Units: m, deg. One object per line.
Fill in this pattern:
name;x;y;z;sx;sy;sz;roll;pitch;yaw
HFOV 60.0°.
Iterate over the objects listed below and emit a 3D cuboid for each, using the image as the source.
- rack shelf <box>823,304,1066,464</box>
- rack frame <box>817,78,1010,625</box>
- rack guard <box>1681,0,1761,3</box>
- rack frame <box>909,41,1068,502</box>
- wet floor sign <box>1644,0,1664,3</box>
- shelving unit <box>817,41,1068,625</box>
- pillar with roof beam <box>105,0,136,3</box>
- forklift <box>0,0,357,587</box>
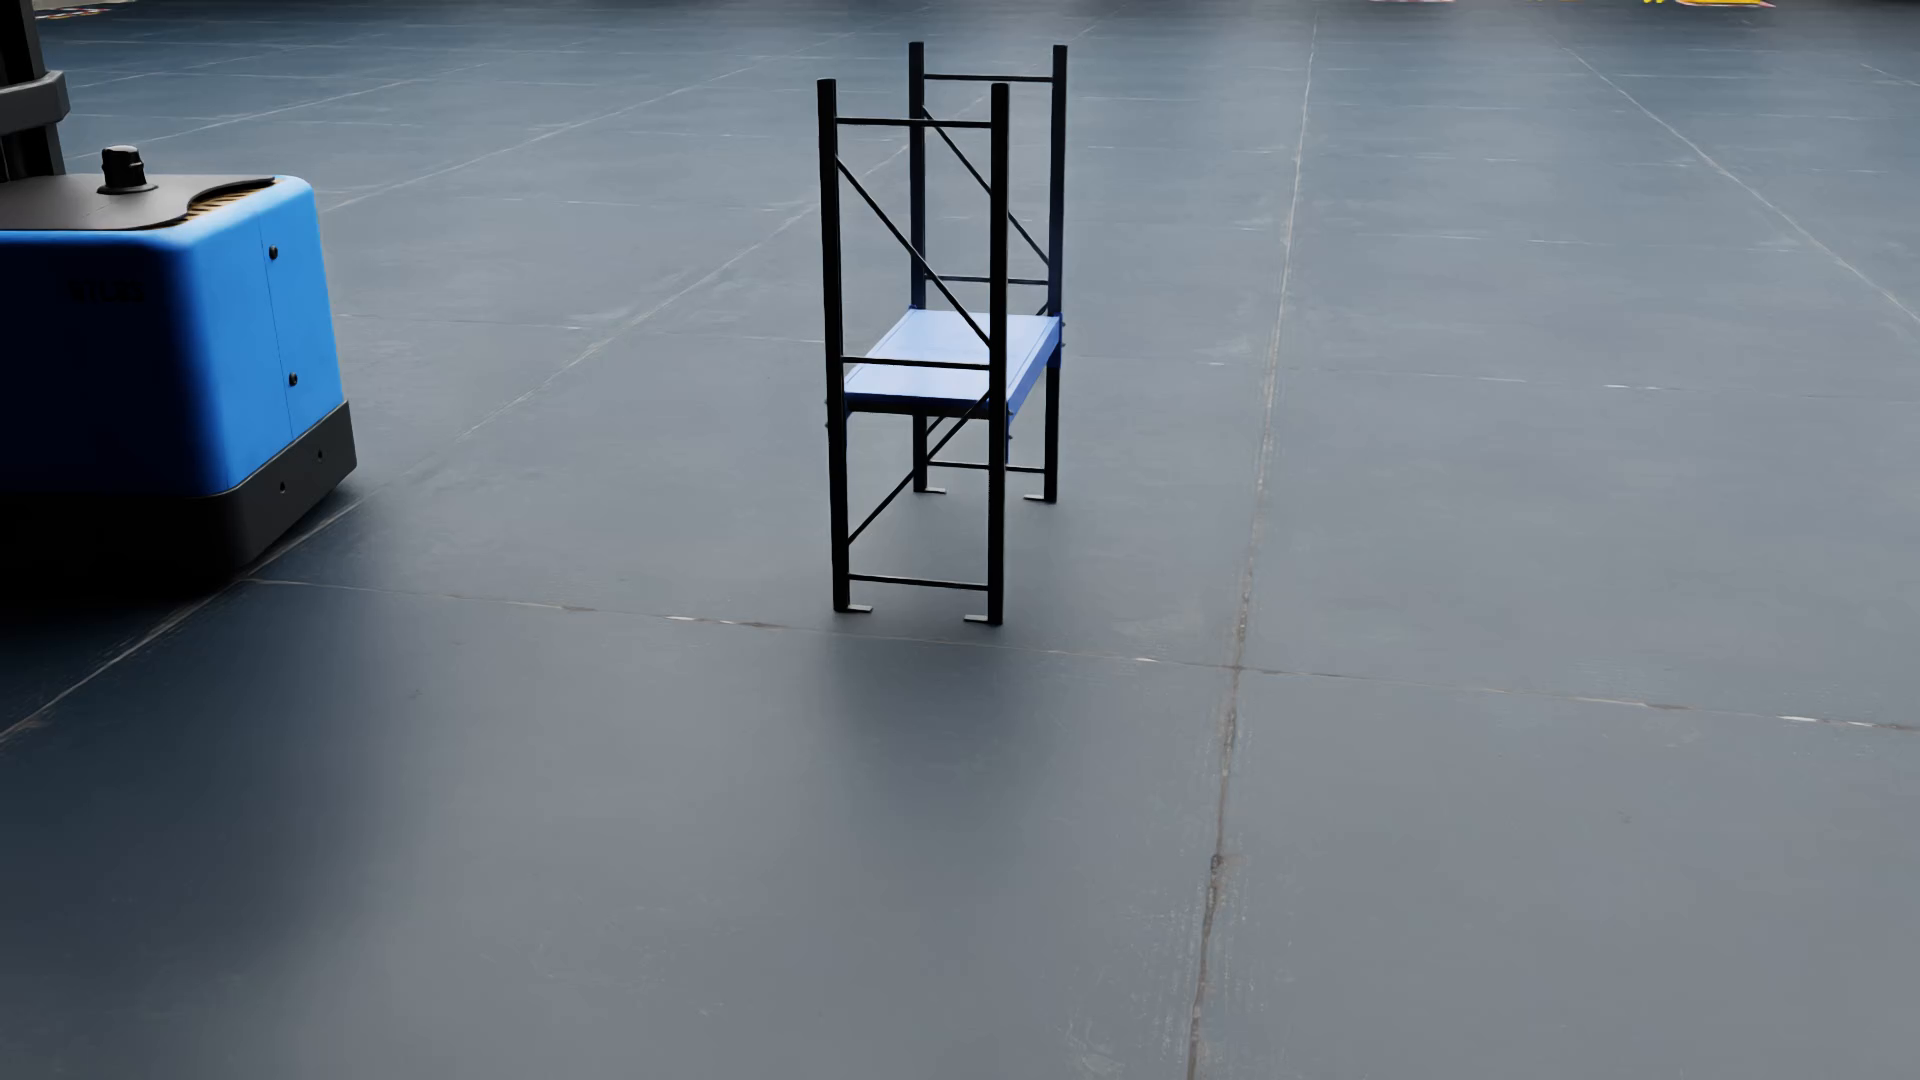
rack shelf;-0.017;-0.498;5.063;0.538;0.185;1.000;4;22;11
rack frame;-0.121;-0.479;4.534;0.500;1.500;0.032;4;22;11
rack guard;12.448;-9.041;27.132;1.175;0.500;0.348;4;22;11
rack frame;0.086;-0.850;5.458;0.500;1.500;0.032;4;22;11
wet floor sign;11.347;-9.092;27.066;0.267;0.644;0.232;13;25;29
shelving unit;-0.017;-0.664;4.996;0.538;1.500;1.048;4;22;11
pillar with roof beam;-9.530;-12.643;24.700;9.100;9.000;0.400;4;22;11
forklift;-3.629;-1.404;4.917;3.031;2.935;1.130;1;22;2
